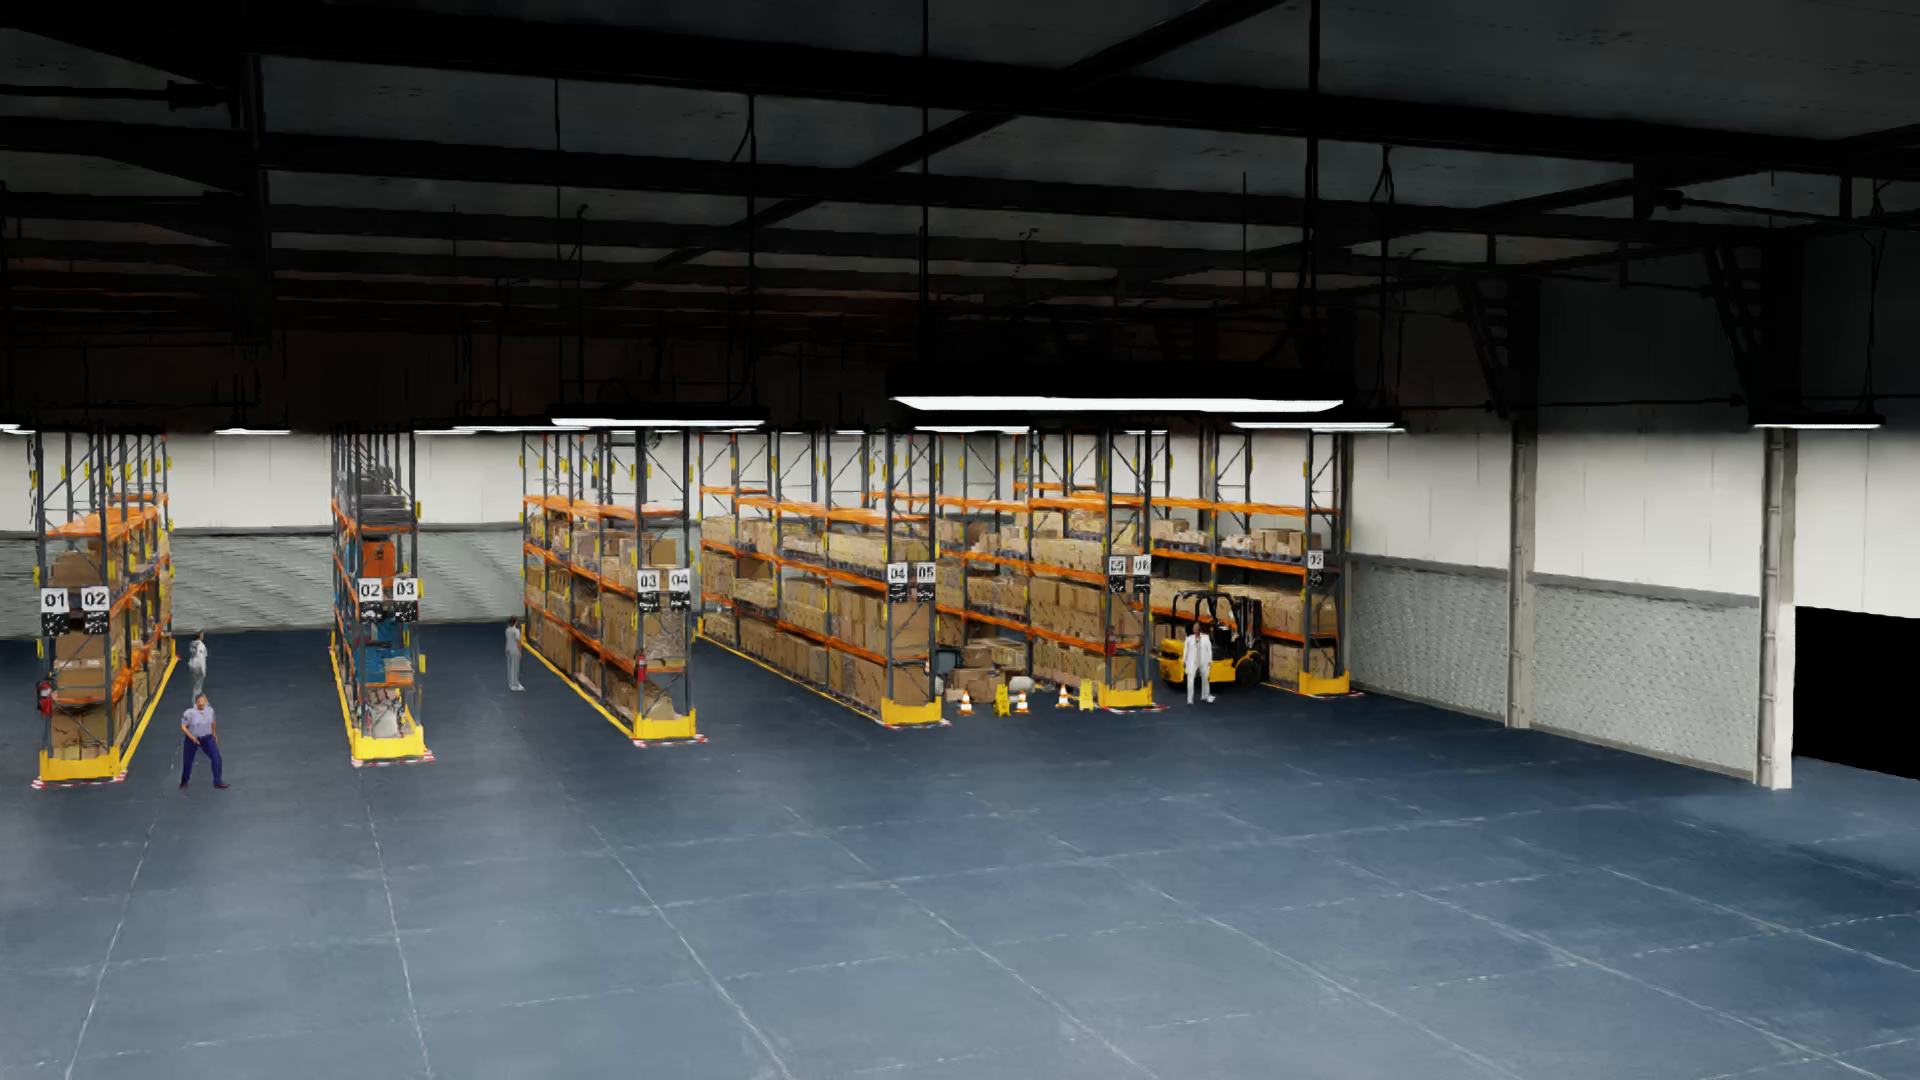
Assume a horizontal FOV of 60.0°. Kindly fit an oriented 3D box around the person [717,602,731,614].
[{"bbox_3d":[-7.423,1.595,52.351,0.595,1.745,0.983,0,4,1],"label":"person"}]

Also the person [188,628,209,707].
[{"bbox_3d":[-15.938,2.691,34.870,0.550,1.684,0.434,3,5,44],"label":"person"}]

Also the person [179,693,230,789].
[{"bbox_3d":[-12.314,3.240,26.944,0.625,1.578,0.824,-3,5,-39],"label":"person"}]

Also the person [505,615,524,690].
[{"bbox_3d":[-10.054,2.525,37.581,0.496,1.675,0.441,3,4,37],"label":"person"}]

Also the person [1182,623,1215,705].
[{"bbox_3d":[5.136,2.635,35.576,0.728,1.749,0.905,0,4,-2],"label":"person"}]
